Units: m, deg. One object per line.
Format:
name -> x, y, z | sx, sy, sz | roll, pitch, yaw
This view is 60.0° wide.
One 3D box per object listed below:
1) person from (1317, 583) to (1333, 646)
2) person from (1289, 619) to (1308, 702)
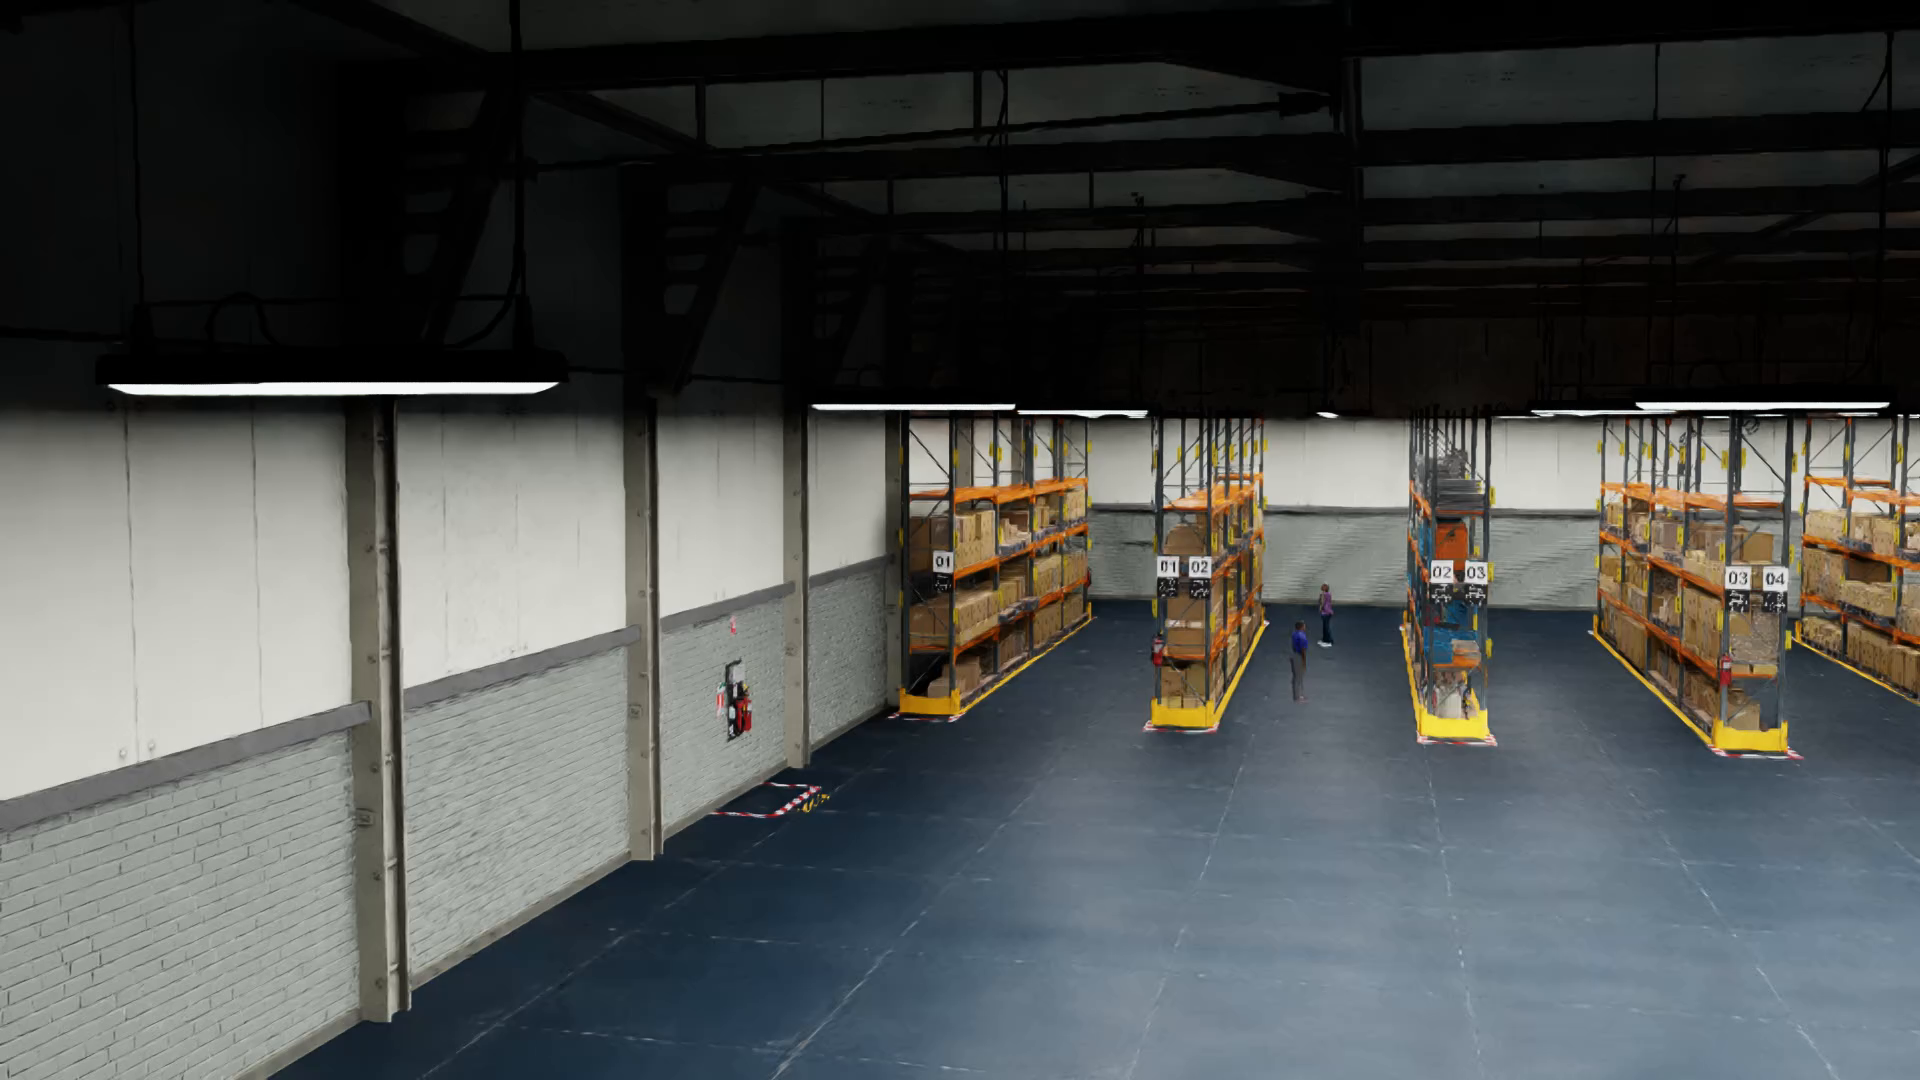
person -> 9.278, 1.887, 42.278 | 0.532, 1.578, 0.535 | 3, 5, 39
person -> 6.944, 2.448, 33.911 | 0.440, 1.666, 0.552 | -1, 4, -14
